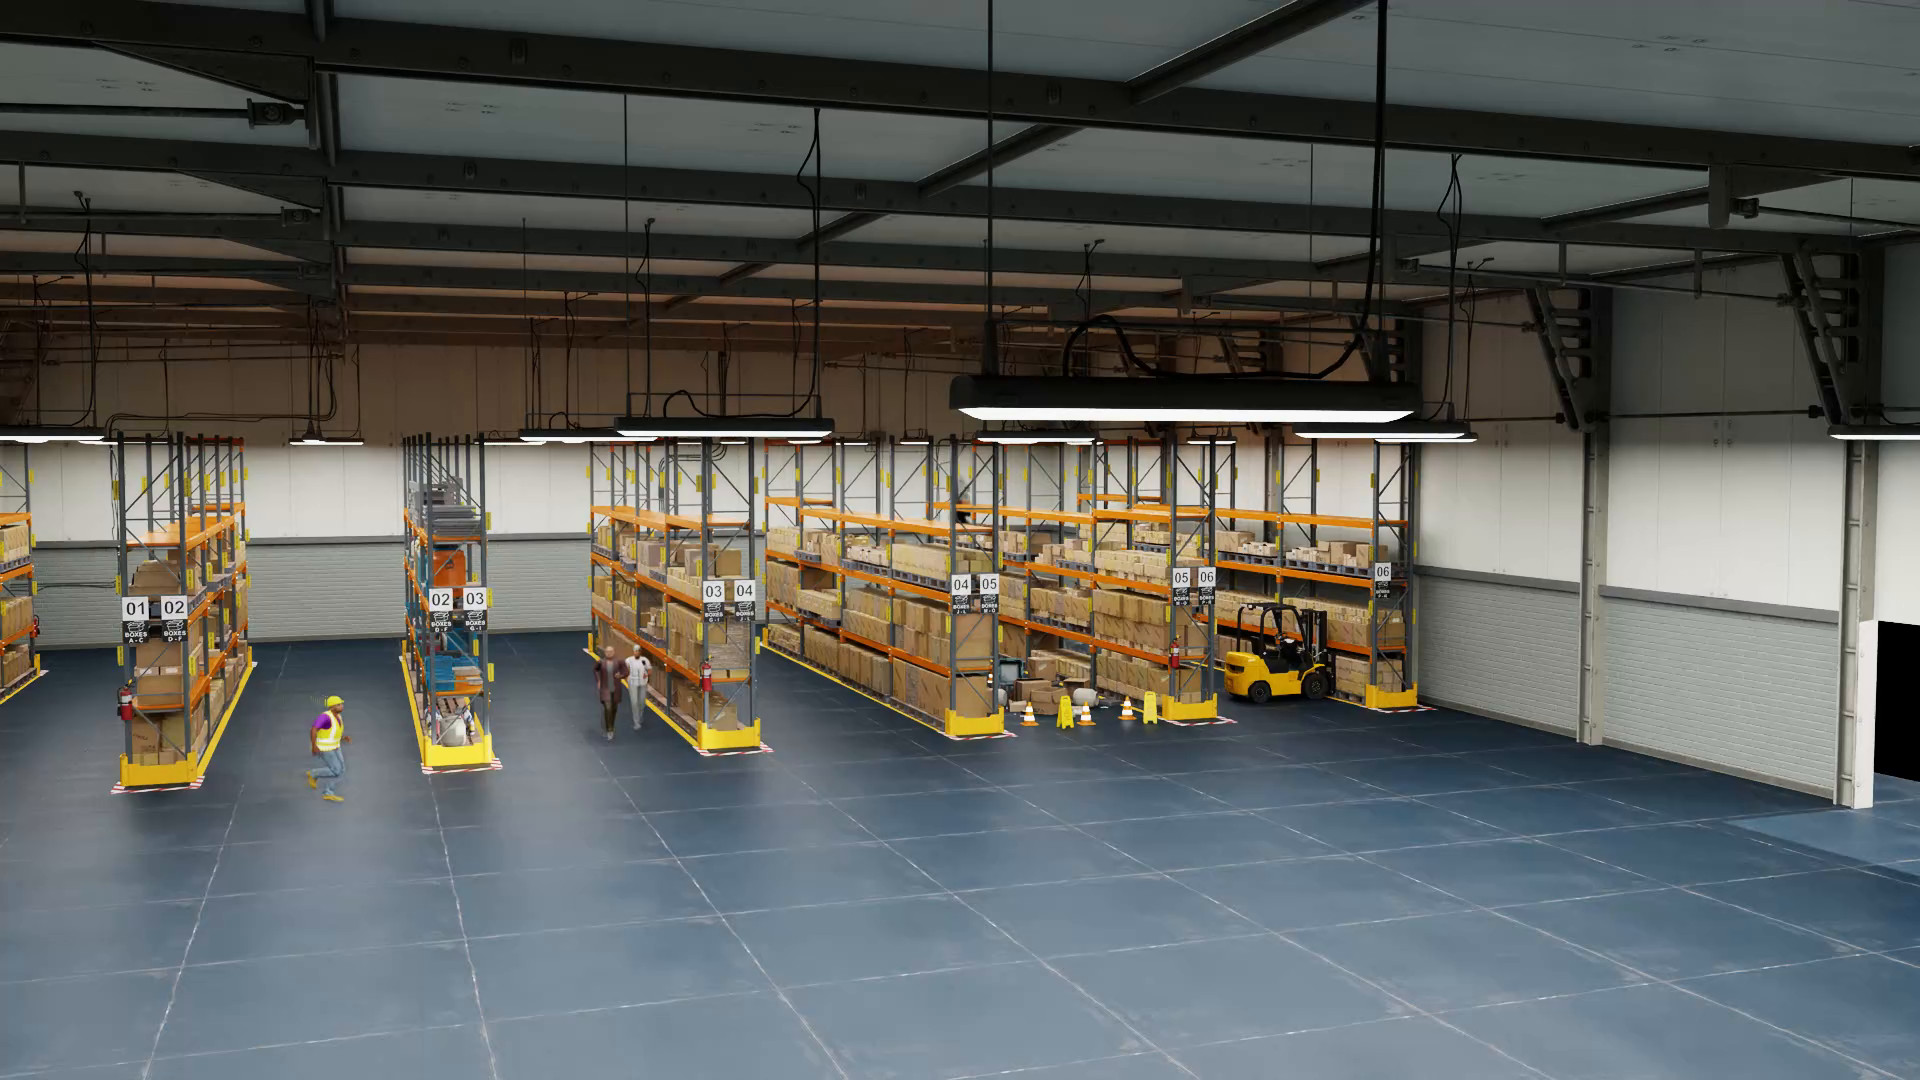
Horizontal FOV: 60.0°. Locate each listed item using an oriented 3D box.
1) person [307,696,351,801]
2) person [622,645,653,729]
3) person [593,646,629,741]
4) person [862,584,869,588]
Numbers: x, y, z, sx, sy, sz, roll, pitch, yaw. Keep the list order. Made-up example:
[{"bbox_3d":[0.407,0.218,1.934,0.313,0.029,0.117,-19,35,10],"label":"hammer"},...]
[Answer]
[{"bbox_3d":[-10.234,3.380,26.966,0.674,1.697,0.712,0,3,7],"label":"person"},{"bbox_3d":[-6.610,2.984,34.101,0.618,1.678,0.848,-1,3,-21],"label":"person"},{"bbox_3d":[-6.897,3.002,32.954,0.681,1.813,0.982,-1,3,-17],"label":"person"},{"bbox_3d":[-2.676,2.025,46.936,0.543,1.600,0.817,-2,4,-38],"label":"person"}]
